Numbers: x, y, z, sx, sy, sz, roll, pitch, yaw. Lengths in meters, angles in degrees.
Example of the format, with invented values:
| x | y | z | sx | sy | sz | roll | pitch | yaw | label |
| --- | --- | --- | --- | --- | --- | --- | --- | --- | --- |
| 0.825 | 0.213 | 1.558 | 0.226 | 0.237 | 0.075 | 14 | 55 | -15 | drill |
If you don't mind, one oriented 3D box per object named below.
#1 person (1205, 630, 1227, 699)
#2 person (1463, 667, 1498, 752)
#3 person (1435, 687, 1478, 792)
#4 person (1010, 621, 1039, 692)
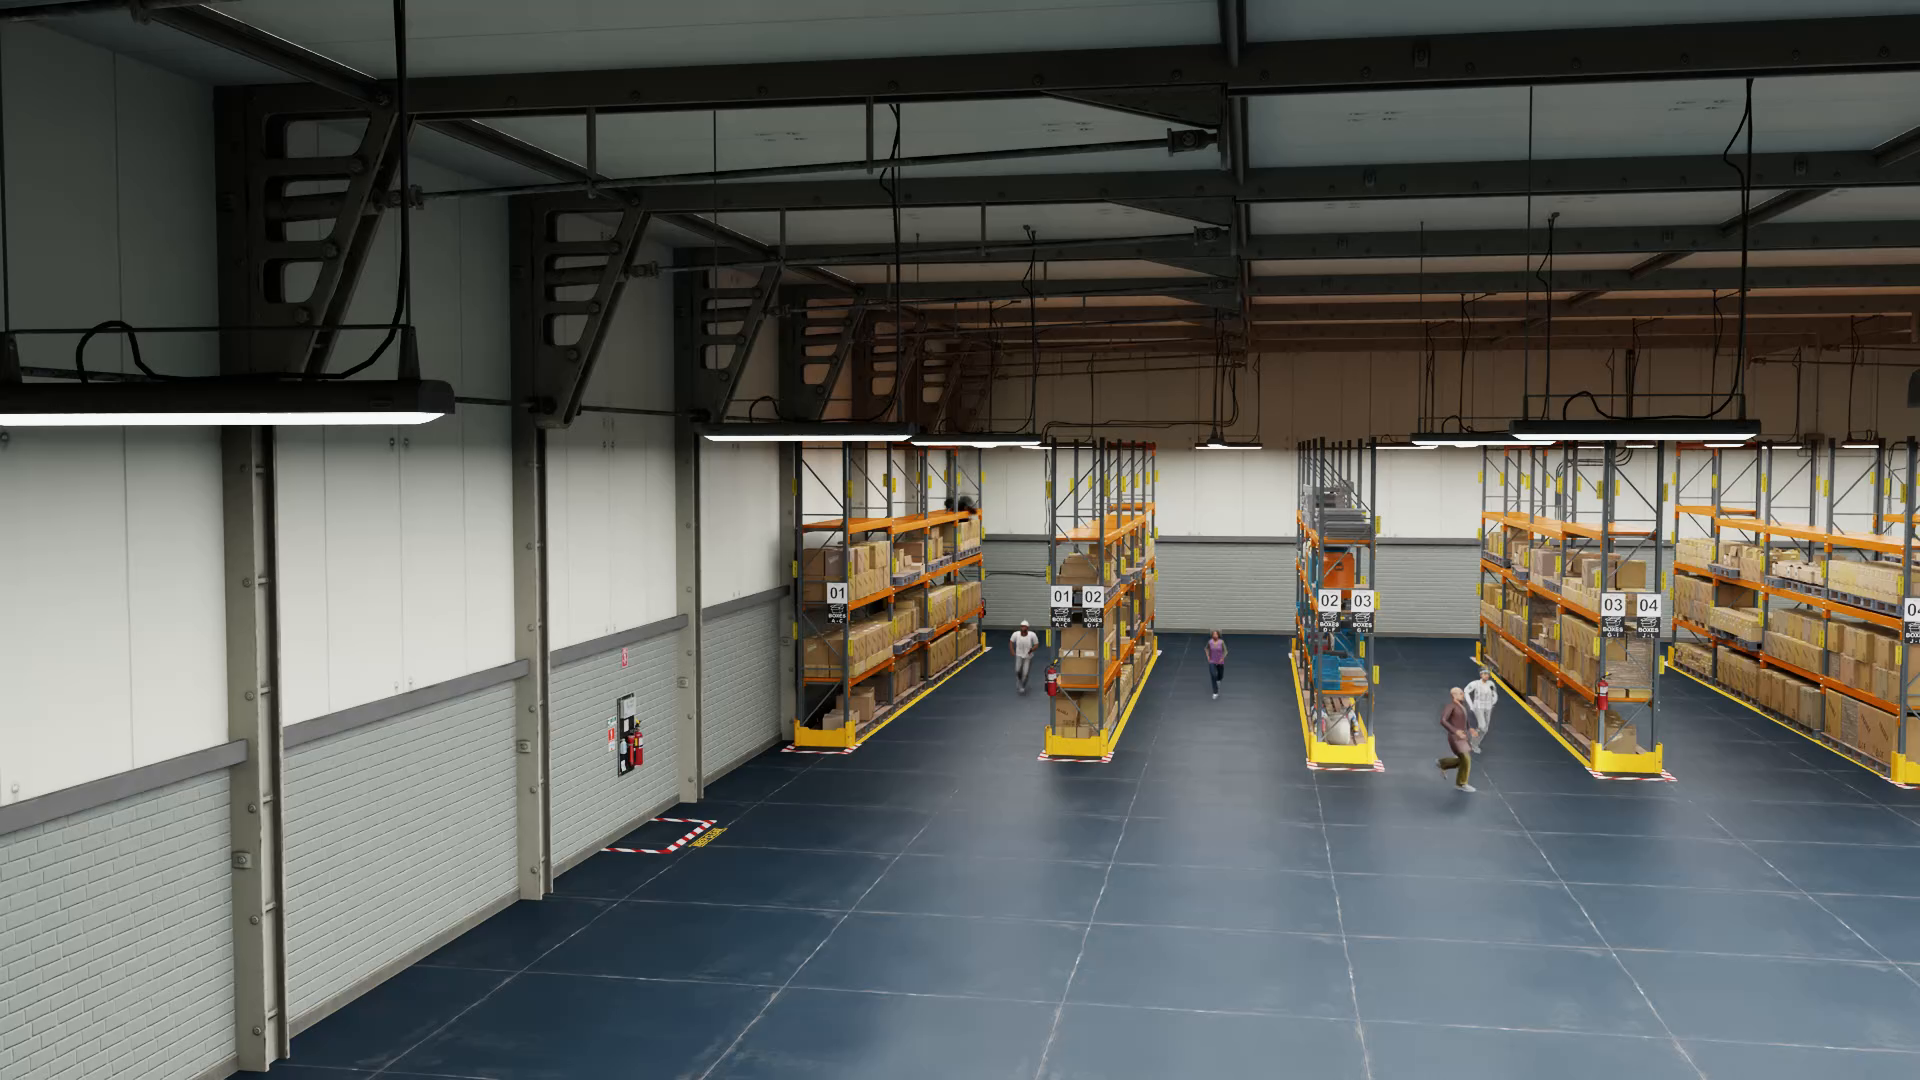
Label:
| x | y | z | sx | sy | sz | roll | pitch | yaw | label |
| --- | --- | --- | --- | --- | --- | --- | --- | --- | --- |
| 6.008 | 2.899 | 39.012 | 0.520 | 1.580 | 0.925 | 0 | 3 | 5 | person |
| 9.928 | 3.224 | 31.559 | 0.615 | 1.640 | 0.587 | -1 | 3 | -10 | person |
| 8.393 | 3.370 | 28.208 | 0.753 | 1.748 | 0.712 | 2 | 4 | 39 | person |
| 1.512 | 2.773 | 39.462 | 0.704 | 1.718 | 0.563 | 0 | 3 | 7 | person |
